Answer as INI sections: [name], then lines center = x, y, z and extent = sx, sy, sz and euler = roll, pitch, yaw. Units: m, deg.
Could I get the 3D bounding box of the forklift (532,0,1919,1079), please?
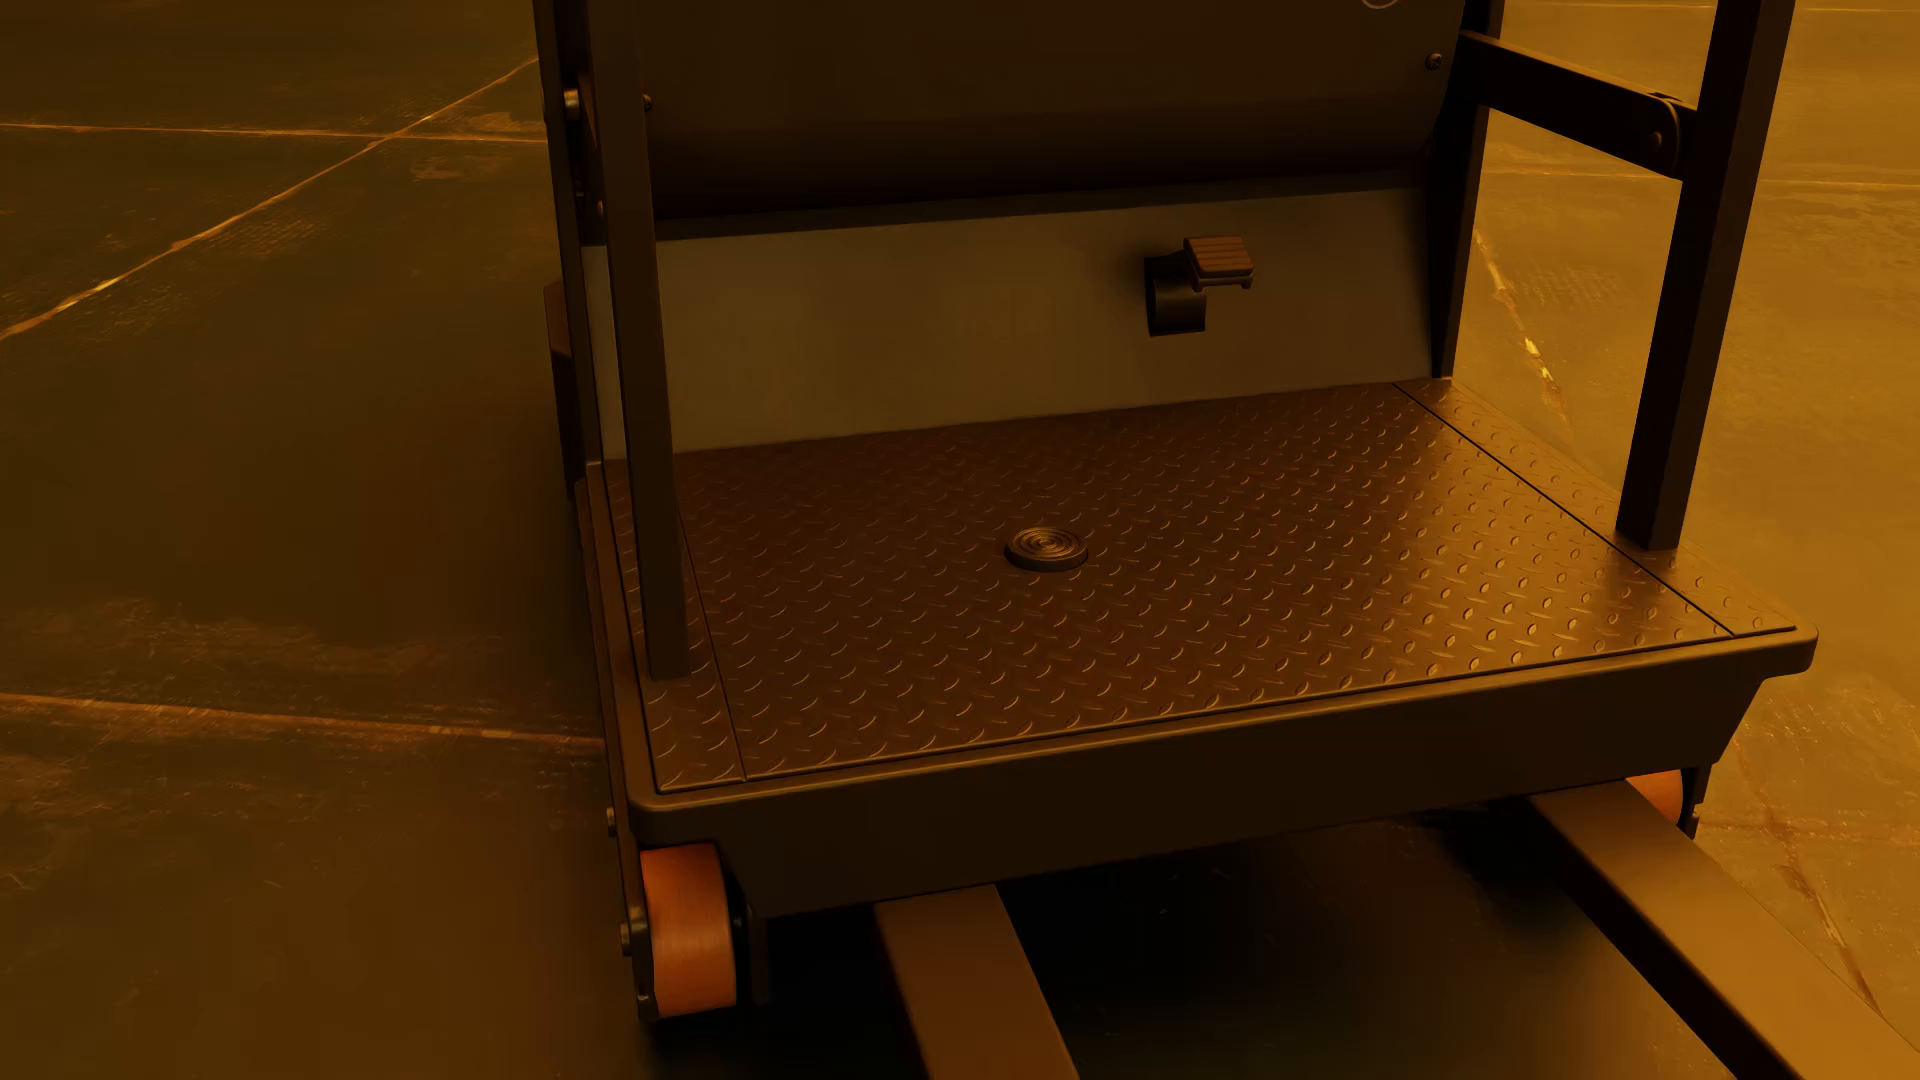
[forklift]
center = 0.153, -1.049, 1.319
extent = 1.130, 2.935, 3.031
euler = -7, 27, -13
